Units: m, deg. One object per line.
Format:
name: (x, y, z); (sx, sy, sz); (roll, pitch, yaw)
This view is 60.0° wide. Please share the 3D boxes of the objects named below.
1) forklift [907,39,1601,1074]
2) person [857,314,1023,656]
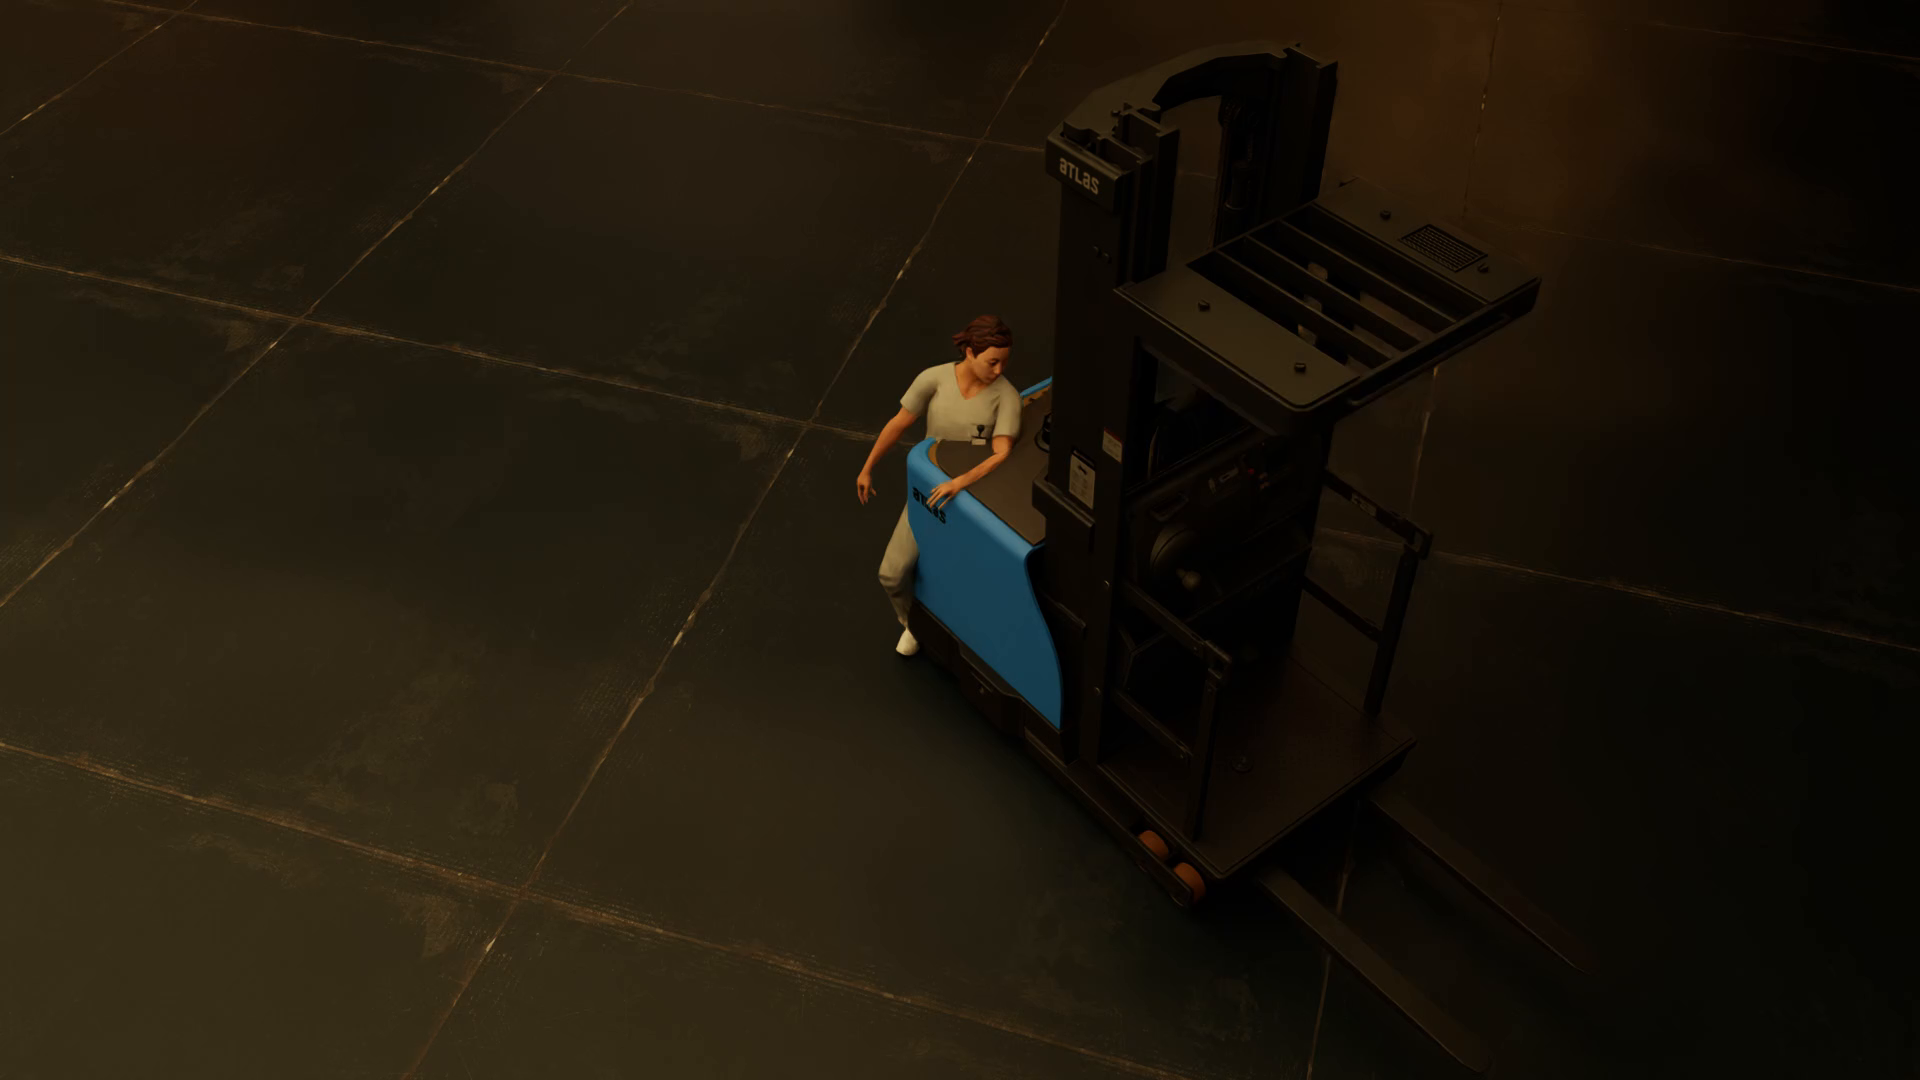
forklift: (1.075, -0.066, 5.760); (1.130, 2.935, 3.031); (-28, 50, -27)
person: (-0.046, -0.192, 6.906); (0.766, 1.533, 0.776); (0, 43, -1)
